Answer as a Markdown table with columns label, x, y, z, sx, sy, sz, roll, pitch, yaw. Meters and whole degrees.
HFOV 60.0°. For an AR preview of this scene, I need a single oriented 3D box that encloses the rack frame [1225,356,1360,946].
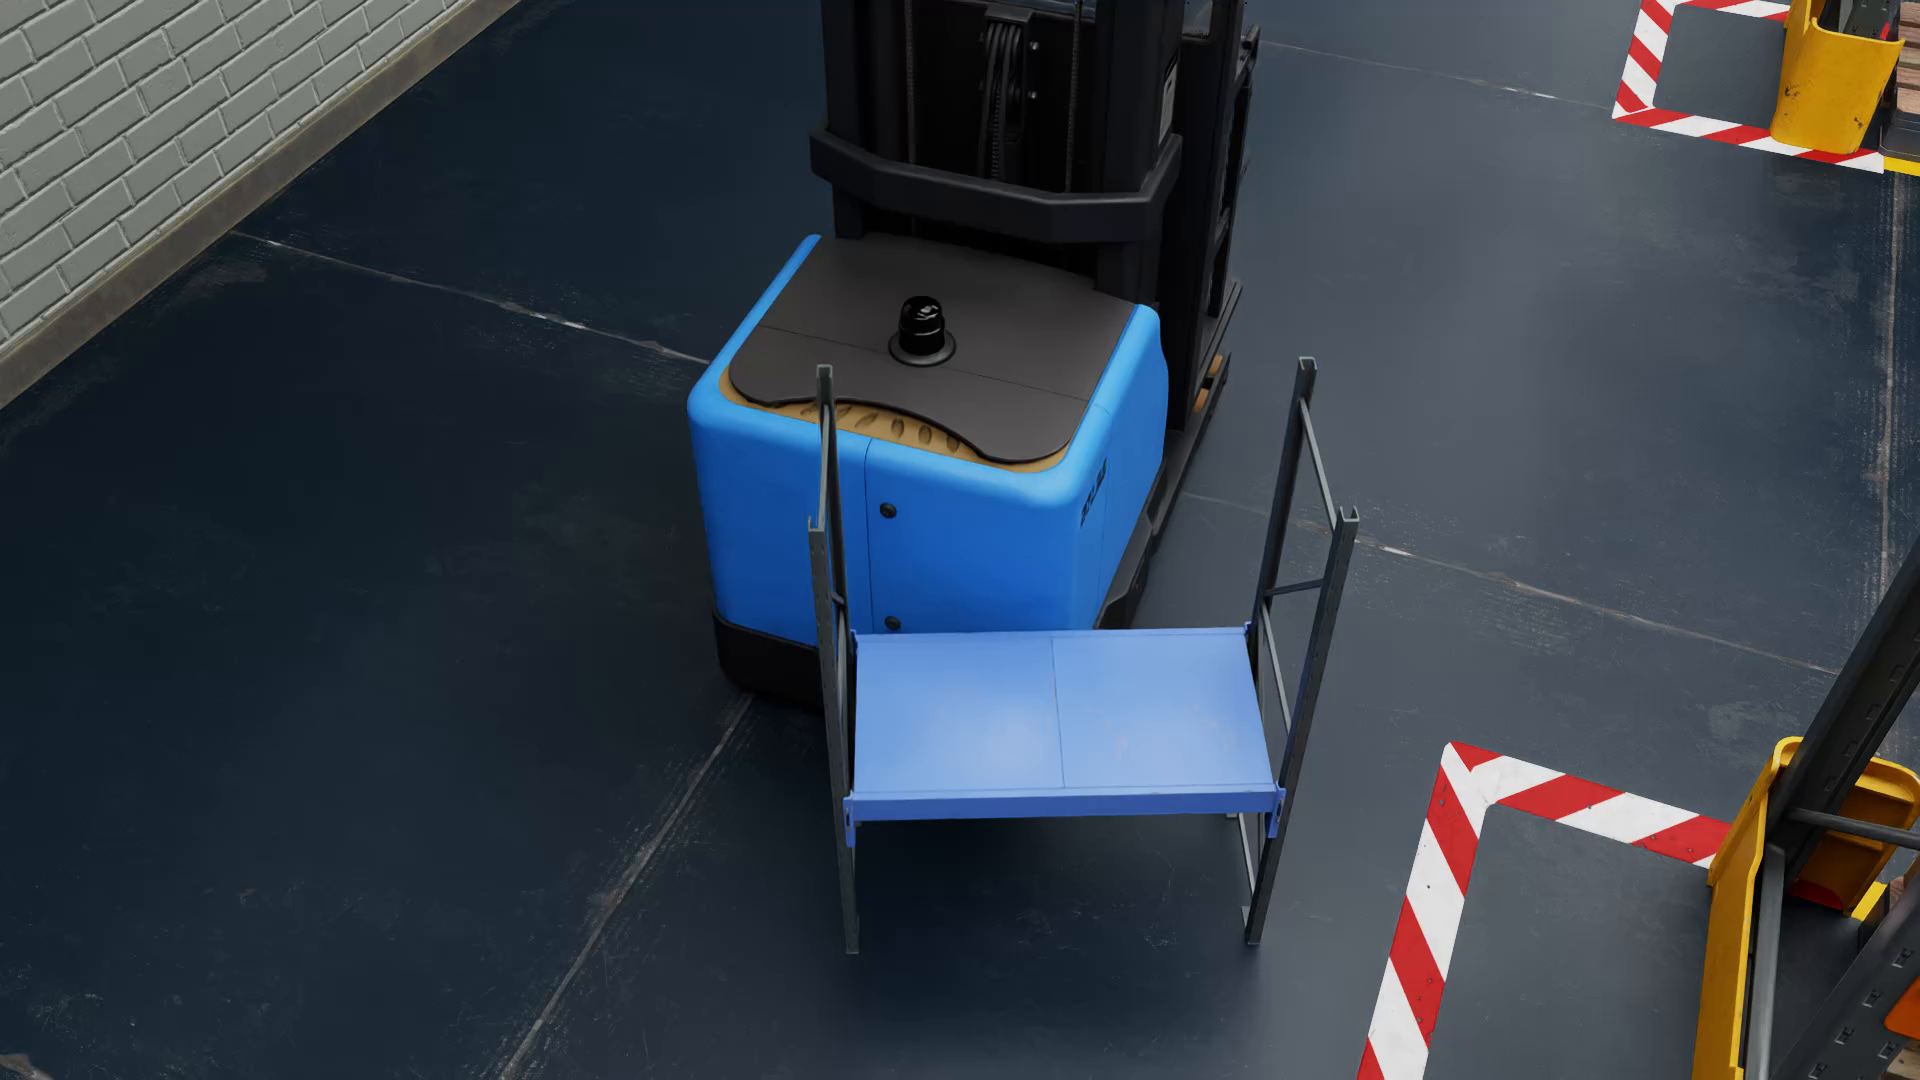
| label | x | y | z | sx | sy | sz | roll | pitch | yaw |
| --- | --- | --- | --- | --- | --- | --- | --- | --- | --- |
| rack frame | 0.738 | 0.320 | 3.865 | 0.032 | 1.500 | 0.500 | -1 | 45 | -1 |

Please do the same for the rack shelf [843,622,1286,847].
| label | x | y | z | sx | sy | sz | roll | pitch | yaw |
| --- | --- | --- | --- | --- | --- | --- | --- | --- | --- |
| rack shelf | 0.230 | 0.457 | 3.982 | 1.000 | 0.185 | 0.538 | -1 | 45 | -1 |

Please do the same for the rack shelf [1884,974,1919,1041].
| label | x | y | z | sx | sy | sz | roll | pitch | yaw |
| --- | --- | --- | --- | --- | --- | --- | --- | --- | --- |
| rack shelf | 3.710 | 0.962 | 2.667 | 4.000 | 0.370 | 1.077 | 16 | 47 | 16 |

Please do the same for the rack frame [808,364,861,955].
| label | x | y | z | sx | sy | sz | roll | pitch | yaw |
| --- | --- | --- | --- | --- | --- | --- | --- | --- | --- |
| rack frame | -0.278 | 0.339 | 3.846 | 0.032 | 1.500 | 0.500 | -1 | 45 | -1 |

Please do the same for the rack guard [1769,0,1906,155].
| label | x | y | z | sx | sy | sz | roll | pitch | yaw |
| --- | --- | --- | --- | --- | --- | --- | --- | --- | --- |
| rack guard | 3.748 | -2.172 | 7.078 | 0.348 | 0.500 | 1.175 | 16 | 47 | 16 |

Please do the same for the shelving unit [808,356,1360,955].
| label | x | y | z | sx | sy | sz | roll | pitch | yaw |
| --- | --- | --- | --- | --- | --- | --- | --- | --- | --- |
| shelving unit | 0.230 | 0.330 | 3.855 | 1.048 | 1.500 | 0.538 | -1 | 45 | -1 |

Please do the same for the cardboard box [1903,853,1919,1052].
| label | x | y | z | sx | sy | sz | roll | pitch | yaw |
| --- | --- | --- | --- | --- | --- | --- | --- | --- | --- |
| cardboard box | 2.461 | 0.881 | 3.698 | 0.500 | 0.500 | 0.500 | 16 | 47 | 16 |

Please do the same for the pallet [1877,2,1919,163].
| label | x | y | z | sx | sy | sz | roll | pitch | yaw |
| --- | --- | --- | --- | --- | --- | --- | --- | --- | --- |
| pallet | 4.521 | -1.822 | 6.932 | 1.213 | 0.211 | 1.003 | 16 | 47 | 16 |

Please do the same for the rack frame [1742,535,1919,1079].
| label | x | y | z | sx | sy | sz | roll | pitch | yaw |
| --- | --- | --- | --- | --- | --- | --- | --- | --- | --- |
| rack frame | 1.864 | 0.163 | 2.959 | 0.127 | 3.000 | 1.000 | 16 | 47 | 16 |

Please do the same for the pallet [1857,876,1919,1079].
| label | x | y | z | sx | sy | sz | roll | pitch | yaw |
| --- | --- | --- | --- | --- | --- | --- | --- | --- | --- |
| pallet | 2.671 | 1.389 | 3.705 | 1.213 | 0.211 | 1.003 | 16 | 47 | 16 |

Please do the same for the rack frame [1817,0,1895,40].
| label | x | y | z | sx | sy | sz | roll | pitch | yaw |
| --- | --- | --- | --- | --- | --- | --- | --- | --- | --- |
| rack frame | 3.775 | -3.060 | 6.199 | 0.127 | 3.000 | 1.000 | 16 | 47 | 16 |

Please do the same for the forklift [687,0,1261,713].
| label | x | y | z | sx | sy | sz | roll | pitch | yaw |
| --- | --- | --- | --- | --- | --- | --- | --- | --- | --- |
| forklift | 0.288 | -1.480 | 4.660 | 1.130 | 2.935 | 3.031 | 14 | 47 | 14 |

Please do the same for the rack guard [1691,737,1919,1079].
| label | x | y | z | sx | sy | sz | roll | pitch | yaw |
| --- | --- | --- | --- | --- | --- | --- | --- | --- | --- |
| rack guard | 1.934 | 1.070 | 3.820 | 0.348 | 0.500 | 1.175 | 16 | 47 | 16 |
